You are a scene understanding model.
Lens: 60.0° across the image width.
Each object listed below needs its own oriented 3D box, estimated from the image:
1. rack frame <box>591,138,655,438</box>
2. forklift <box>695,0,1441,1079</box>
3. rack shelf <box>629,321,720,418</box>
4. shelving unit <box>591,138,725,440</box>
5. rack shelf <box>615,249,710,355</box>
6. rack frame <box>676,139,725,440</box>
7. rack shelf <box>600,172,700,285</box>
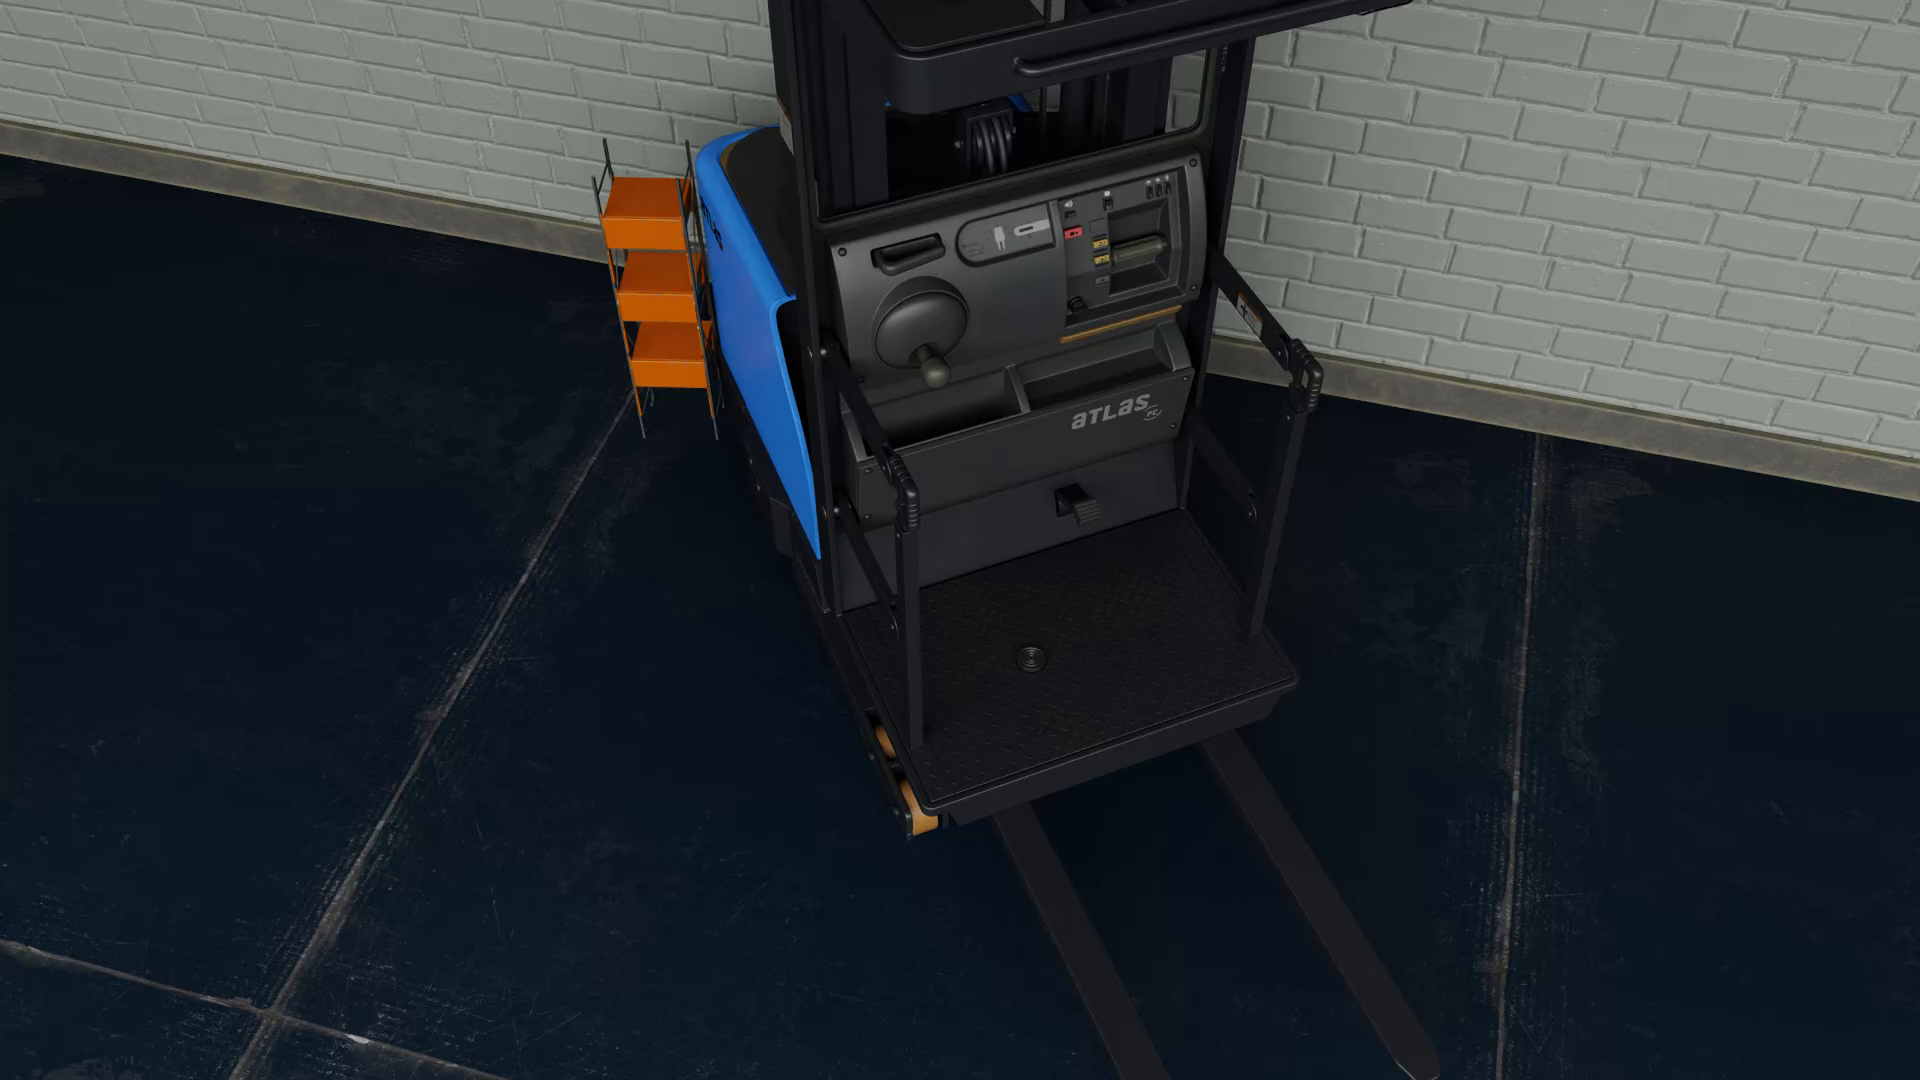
[{"bbox_3d":[-1.050,-0.762,5.222,0.008,1.050,0.200,2,49,1],"label":"rack frame"},{"bbox_3d":[0.236,-0.536,3.768,1.130,2.935,3.031,-17,51,-14],"label":"forklift"},{"bbox_3d":[-0.928,-0.568,5.436,0.240,0.259,0.215,2,49,1],"label":"rack shelf"},{"bbox_3d":[-0.928,-0.759,5.219,0.252,1.050,0.215,2,49,1],"label":"shelving unit"},{"bbox_3d":[-0.928,-0.752,5.227,0.240,0.259,0.215,2,49,1],"label":"rack shelf"},{"bbox_3d":[-0.806,-0.755,5.217,0.008,1.050,0.200,2,49,1],"label":"rack frame"},{"bbox_3d":[-0.928,-0.940,5.015,0.240,0.259,0.215,2,49,1],"label":"rack shelf"}]
